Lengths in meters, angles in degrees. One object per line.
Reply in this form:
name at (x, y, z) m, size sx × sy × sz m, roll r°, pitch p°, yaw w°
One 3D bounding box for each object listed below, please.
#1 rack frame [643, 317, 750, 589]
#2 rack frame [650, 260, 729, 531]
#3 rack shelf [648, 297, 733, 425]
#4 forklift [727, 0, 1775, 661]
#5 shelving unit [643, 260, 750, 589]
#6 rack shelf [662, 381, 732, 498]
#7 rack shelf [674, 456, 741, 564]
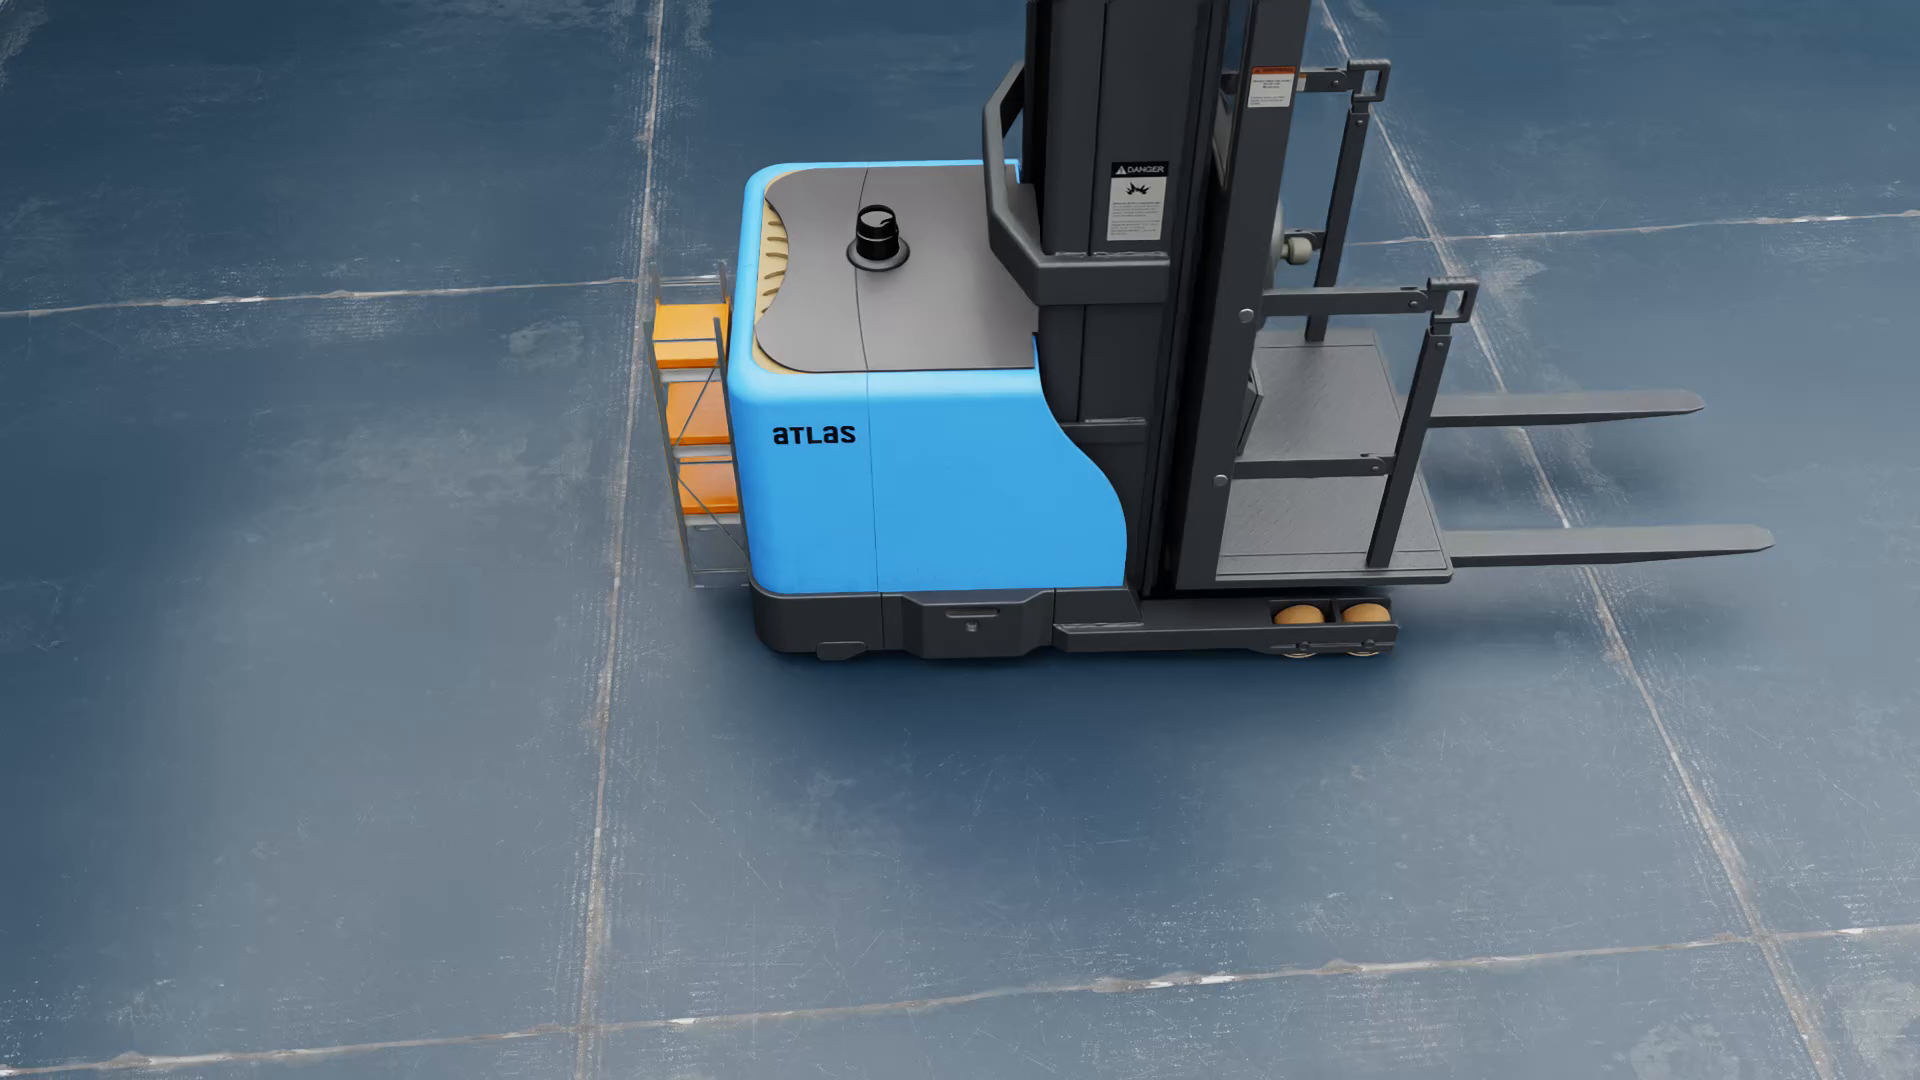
rack frame at (-0.730, -0.217, 4.733) m, size 0.200 × 1.050 × 0.008 m, roll -2°, pitch 47°, yaw -2°
rack frame at (-0.742, -0.394, 4.900) m, size 0.200 × 1.050 × 0.008 m, roll -2°, pitch 47°, yaw -2°
rack shelf at (-0.736, -0.494, 4.618) m, size 0.215 × 0.259 × 0.240 m, roll -2°, pitch 47°, yaw -2°
forklift at (0.896, -1.046, 4.222) m, size 3.031 × 2.935 × 1.130 m, roll -1°, pitch 47°, yaw -1°
shelving unit at (-0.736, -0.306, 4.817) m, size 0.215 × 1.050 × 0.252 m, roll -2°, pitch 47°, yaw -2°
rack shelf at (-0.736, -0.299, 4.824) m, size 0.215 × 0.259 × 0.240 m, roll -2°, pitch 47°, yaw -2°
rack shelf at (-0.736, -0.108, 5.026) m, size 0.215 × 0.259 × 0.240 m, roll -2°, pitch 47°, yaw -2°
